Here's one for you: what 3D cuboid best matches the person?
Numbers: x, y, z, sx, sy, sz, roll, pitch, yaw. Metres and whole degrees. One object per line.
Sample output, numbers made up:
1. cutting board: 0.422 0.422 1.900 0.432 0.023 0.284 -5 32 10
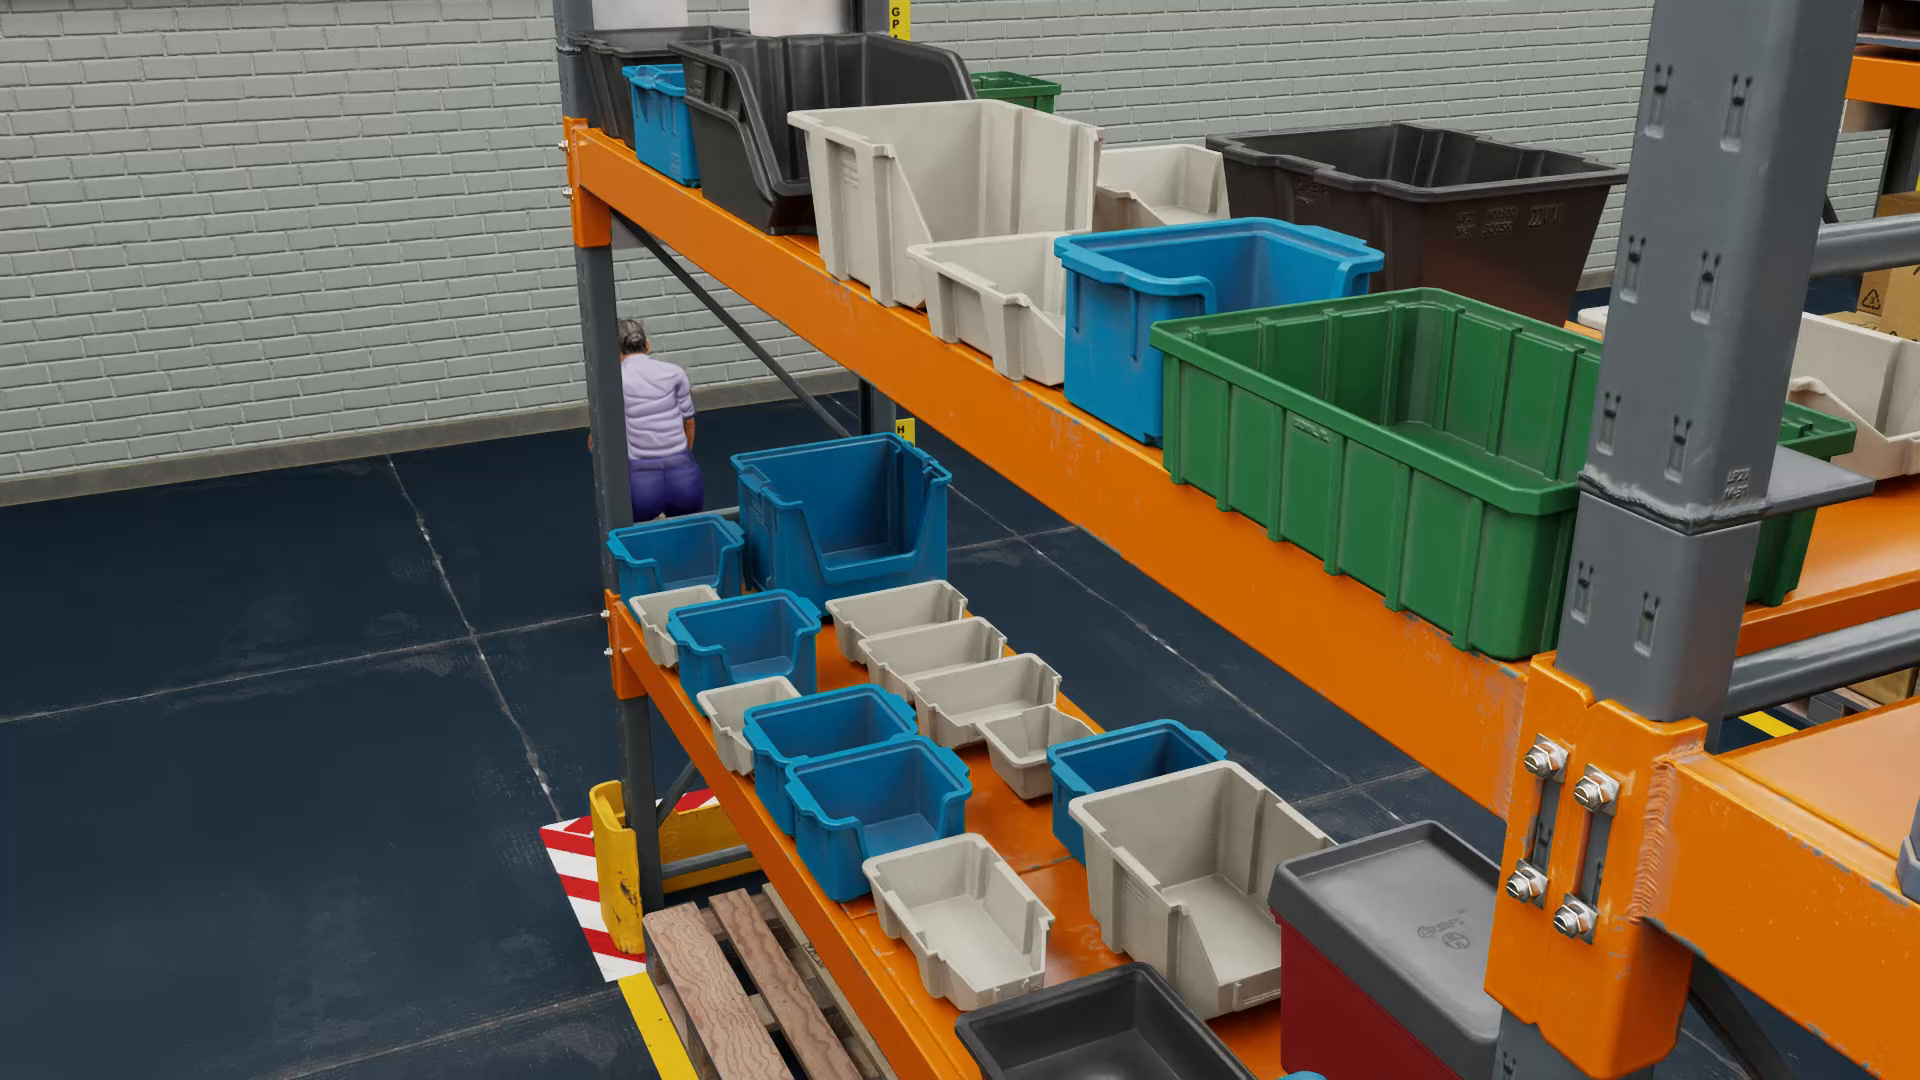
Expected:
1. person: -1.489 -0.267 7.937 0.519 1.529 0.507 -9 24 -22
